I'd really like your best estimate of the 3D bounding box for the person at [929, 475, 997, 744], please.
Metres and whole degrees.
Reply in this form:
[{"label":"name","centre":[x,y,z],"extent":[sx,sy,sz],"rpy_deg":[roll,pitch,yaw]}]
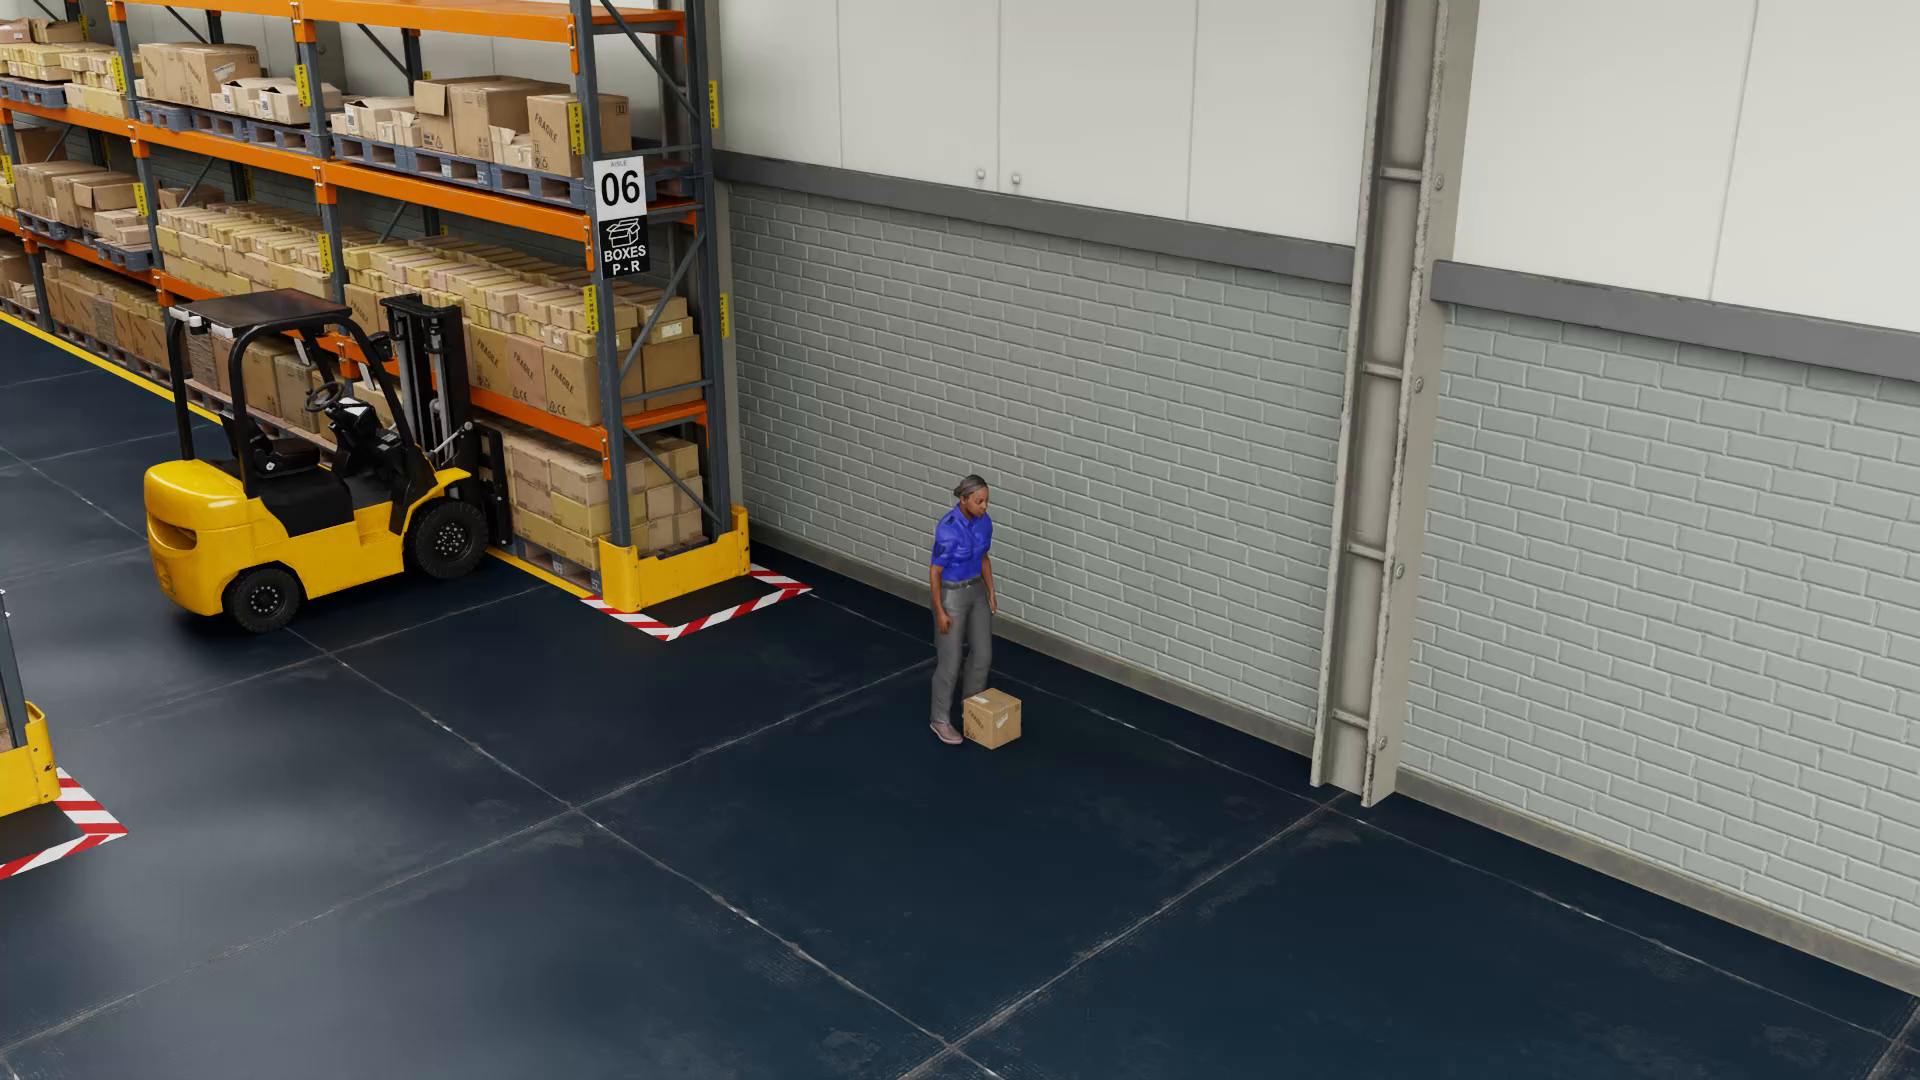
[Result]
[{"label":"person","centre":[0.036,0.388,10.061],"extent":[0.391,1.655,0.505],"rpy_deg":[19,28,41]}]
